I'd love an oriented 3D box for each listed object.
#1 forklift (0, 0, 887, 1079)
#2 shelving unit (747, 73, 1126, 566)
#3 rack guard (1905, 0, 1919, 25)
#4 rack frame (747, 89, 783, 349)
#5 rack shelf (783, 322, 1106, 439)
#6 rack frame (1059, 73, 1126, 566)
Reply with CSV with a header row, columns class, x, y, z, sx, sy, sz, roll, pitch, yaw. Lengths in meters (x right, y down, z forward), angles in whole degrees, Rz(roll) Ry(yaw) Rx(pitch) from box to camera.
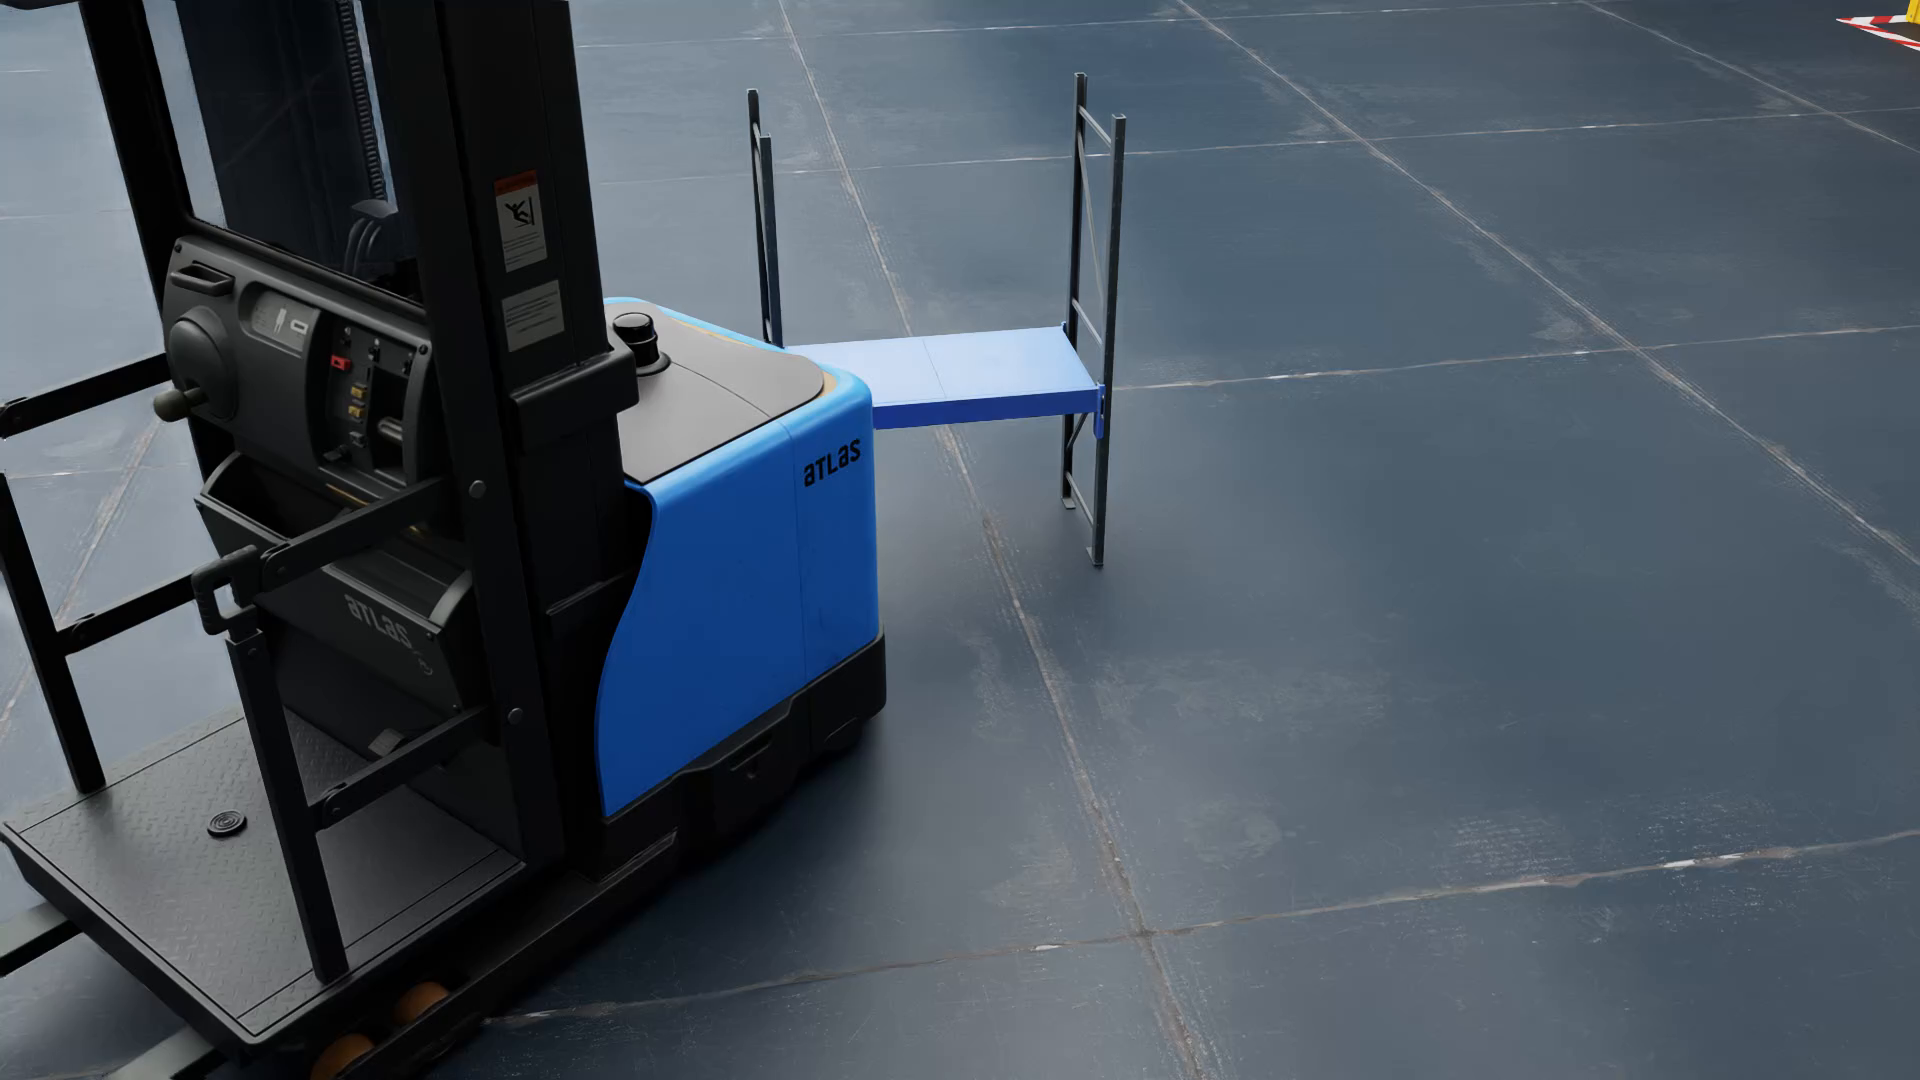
class,x,y,z,sx,sy,sz,roll,pitch,yaw
forklift,-1.518,-0.317,3.314,1.130,2.935,3.031,22,37,32
shelving unit,-0.084,-0.639,5.273,1.048,1.500,0.538,-5,31,-9
rack guard,7.144,-3.745,11.541,0.348,0.500,1.175,-5,31,-9
rack frame,-0.584,-0.592,5.194,0.032,1.500,0.500,-5,31,-9
rack shelf,-0.084,-0.484,5.364,1.000,0.185,0.538,-5,31,-9
rack frame,0.416,-0.685,5.352,0.032,1.500,0.500,-5,31,-9
